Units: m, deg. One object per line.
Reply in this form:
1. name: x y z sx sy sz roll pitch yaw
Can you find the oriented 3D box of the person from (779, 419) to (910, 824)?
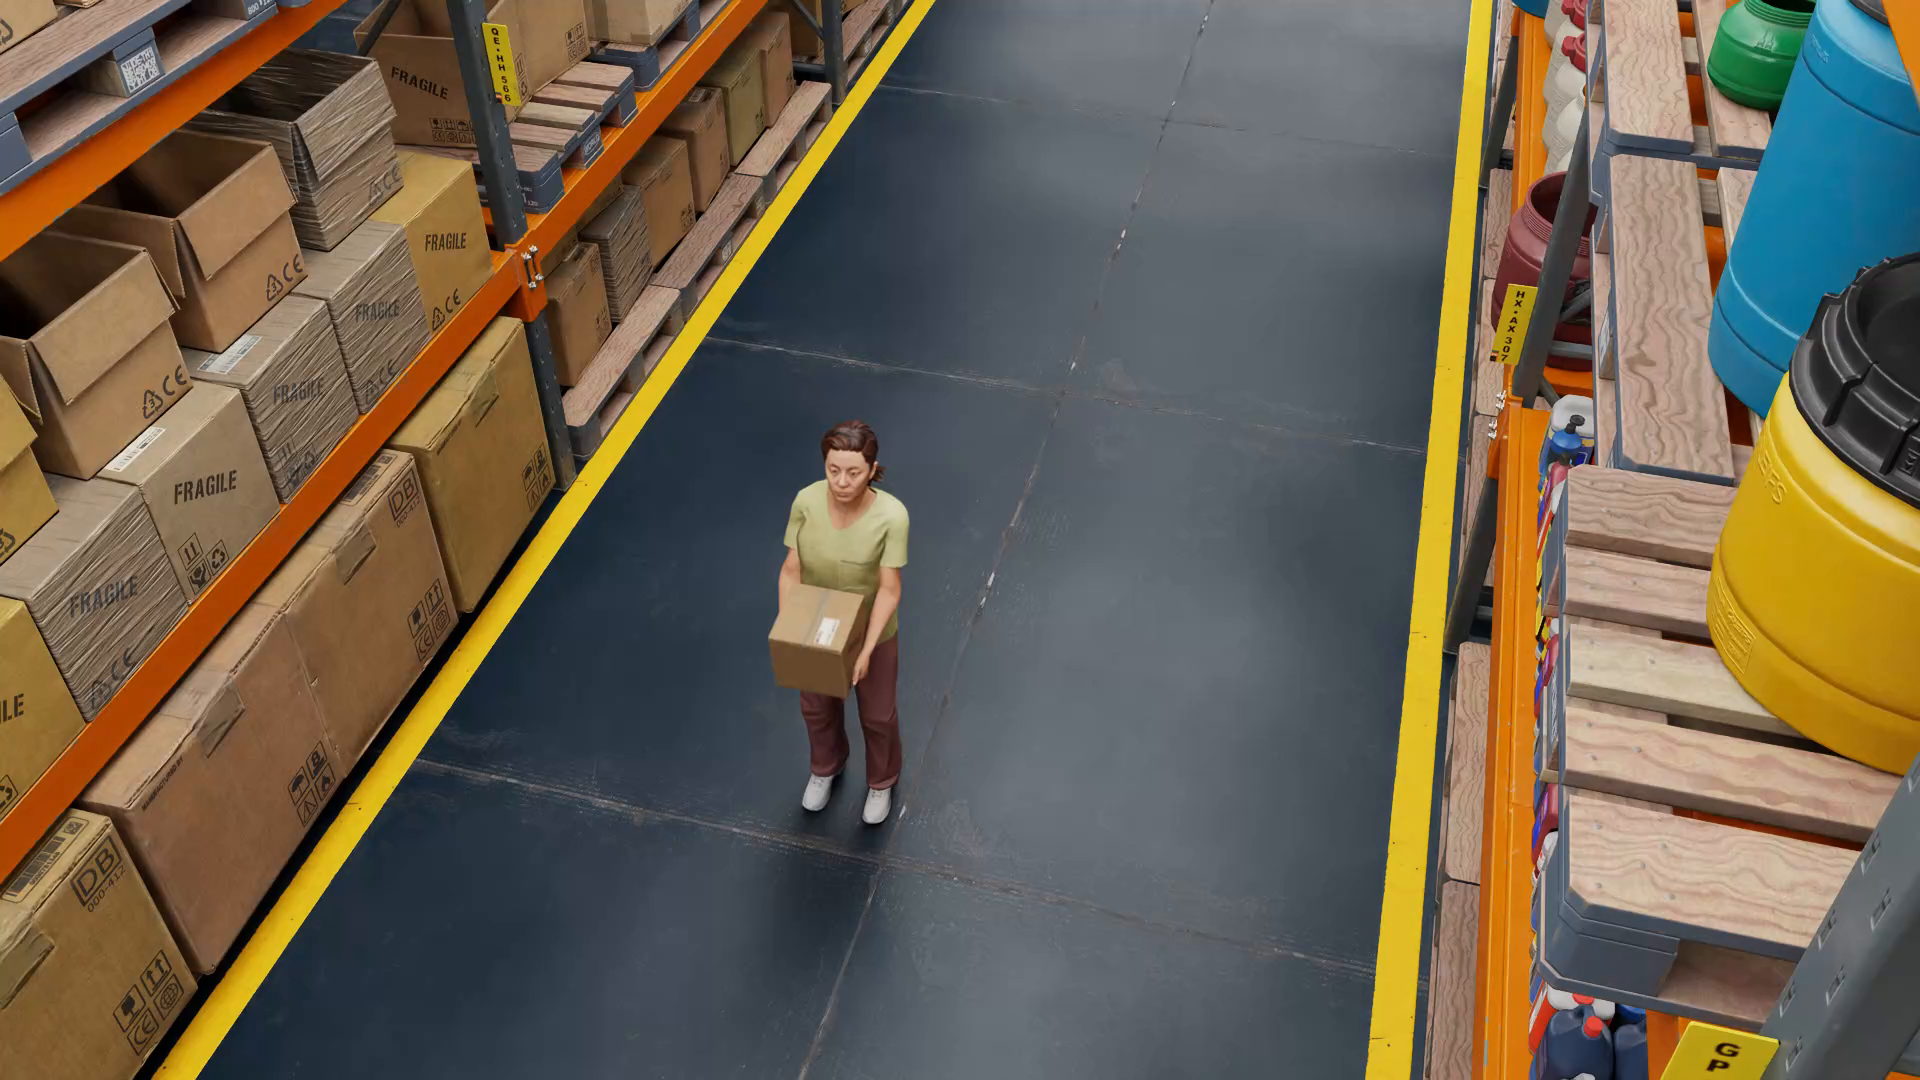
1. person: -0.401 0.347 5.769 0.431 1.664 0.550 10 42 11
